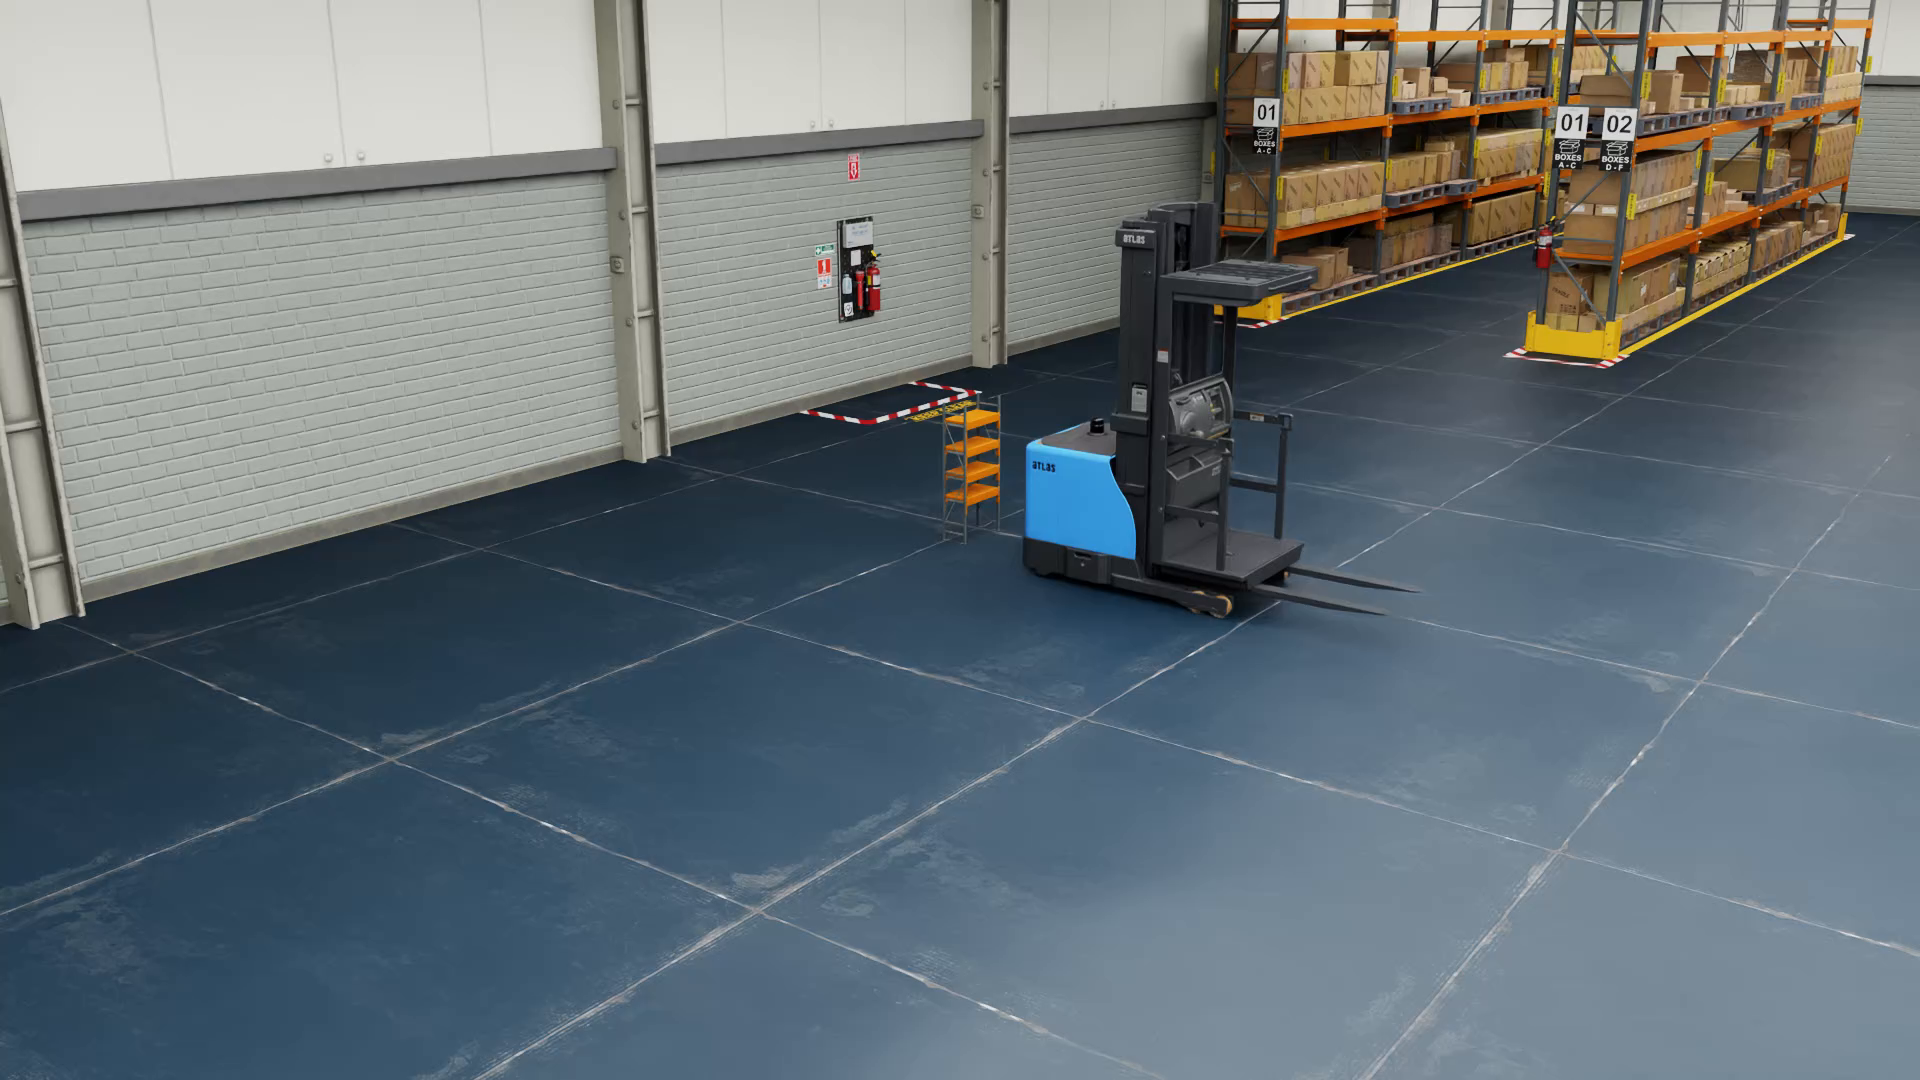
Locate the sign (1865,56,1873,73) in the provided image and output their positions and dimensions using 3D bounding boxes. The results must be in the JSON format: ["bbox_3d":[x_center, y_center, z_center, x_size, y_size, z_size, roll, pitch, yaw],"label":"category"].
[{"bbox_3d":[18.176,-9.508,33.251,0.100,0.325,0.005,12,21,35],"label":"sign"}]

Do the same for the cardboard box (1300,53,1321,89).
[{"bbox_3d":[4.992,-6.945,24.605,0.500,0.500,0.500,12,21,34],"label":"cardboard box"}]

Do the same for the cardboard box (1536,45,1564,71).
[{"bbox_3d":[12.028,-9.764,33.683,0.500,0.500,0.500,12,21,34],"label":"cardboard box"}]

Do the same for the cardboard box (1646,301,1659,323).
[{"bbox_3d":[9.602,-3.277,23.667,0.500,0.250,0.500,12,21,35],"label":"cardboard box"}]

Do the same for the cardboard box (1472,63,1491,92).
[{"bbox_3d":[9.511,-8.676,31.155,0.700,0.500,0.500,11,20,32],"label":"cardboard box"}]

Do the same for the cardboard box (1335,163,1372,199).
[{"bbox_3d":[6.285,-5.780,26.754,0.500,0.500,0.500,12,21,34],"label":"cardboard box"}]

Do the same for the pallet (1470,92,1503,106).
[{"bbox_3d":[9.336,-8.229,30.946,1.213,0.211,1.003,14,22,37],"label":"pallet"}]

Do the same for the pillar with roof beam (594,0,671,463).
[{"bbox_3d":[0.258,-4.384,13.189,9.100,9.000,0.400,12,21,35],"label":"pillar with roof beam"}]

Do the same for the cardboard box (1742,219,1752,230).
[{"bbox_3d":[13.981,-5.747,29.901,0.500,0.250,0.500,12,21,34],"label":"cardboard box"}]

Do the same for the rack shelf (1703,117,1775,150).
[{"bbox_3d":[11.784,-6.462,26.151,1.077,0.370,4.000,12,21,35],"label":"rack shelf"}]

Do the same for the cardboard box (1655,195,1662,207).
[{"bbox_3d":[9.532,-4.723,23.133,0.380,0.149,0.250,13,21,35],"label":"cardboard box"}]

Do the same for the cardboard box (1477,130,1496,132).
[{"bbox_3d":[10.294,-7.925,32.737,0.500,0.250,0.500,12,21,33],"label":"cardboard box"}]

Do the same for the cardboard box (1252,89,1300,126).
[{"bbox_3d":[4.628,-6.344,24.355,0.500,0.500,0.500,13,22,36],"label":"cardboard box"}]

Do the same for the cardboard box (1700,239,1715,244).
[{"bbox_3d":[12.428,-4.932,28.051,0.500,0.311,0.500,13,22,37],"label":"cardboard box"}]

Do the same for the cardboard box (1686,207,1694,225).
[{"bbox_3d":[10.850,-4.950,25.380,0.500,0.250,0.500,14,22,38],"label":"cardboard box"}]

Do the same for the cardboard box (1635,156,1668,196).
[{"bbox_3d":[9.436,-5.099,23.249,0.700,0.500,0.500,12,21,35],"label":"cardboard box"}]

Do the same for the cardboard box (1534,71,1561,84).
[{"bbox_3d":[12.002,-9.404,33.787,0.500,0.250,0.500,12,21,35],"label":"cardboard box"}]

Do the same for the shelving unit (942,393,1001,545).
[{"bbox_3d":[0.099,-0.612,14.193,0.258,1.200,0.503,12,21,35],"label":"shelving unit"}]

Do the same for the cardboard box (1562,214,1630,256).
[{"bbox_3d":[8.497,-4.101,22.223,0.700,0.500,0.500,12,21,35],"label":"cardboard box"}]

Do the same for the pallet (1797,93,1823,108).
[{"bbox_3d":[14.914,-8.002,30.214,1.213,0.211,1.003,12,21,35],"label":"pallet"}]

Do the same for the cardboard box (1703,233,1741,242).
[{"bbox_3d":[13.344,-5.130,29.179,0.500,0.500,0.500,13,22,37],"label":"cardboard box"}]

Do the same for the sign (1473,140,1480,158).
[{"bbox_3d":[9.436,-7.146,30.377,0.100,0.325,0.005,12,21,35],"label":"sign"}]

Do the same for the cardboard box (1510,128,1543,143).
[{"bbox_3d":[11.305,-8.078,33.230,0.500,0.250,0.500,13,22,36],"label":"cardboard box"}]

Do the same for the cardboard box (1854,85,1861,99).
[{"bbox_3d":[17.648,-8.947,33.192,0.500,0.250,0.500,12,21,35],"label":"cardboard box"}]

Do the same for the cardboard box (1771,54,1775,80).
[{"bbox_3d":[13.544,-8.032,28.137,0.500,0.500,0.500,12,21,35],"label":"cardboard box"}]

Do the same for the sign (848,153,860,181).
[{"bbox_3d":[-1.212,-4.250,18.963,0.001,0.298,0.199,12,21,35],"label":"sign"}]

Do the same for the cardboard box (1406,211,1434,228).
[{"bbox_3d":[8.218,-5.793,30.050,0.500,0.250,0.500,13,21,36],"label":"cardboard box"}]

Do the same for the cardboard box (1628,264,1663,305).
[{"bbox_3d":[9.603,-3.635,23.555,0.500,0.500,0.500,12,21,35],"label":"cardboard box"}]

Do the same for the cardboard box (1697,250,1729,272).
[{"bbox_3d":[11.953,-4.473,26.572,0.500,0.311,0.500,13,22,36],"label":"cardboard box"}]

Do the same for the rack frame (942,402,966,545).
[{"bbox_3d":[-0.047,-0.554,14.006,0.240,1.200,0.015,12,21,35],"label":"rack frame"}]

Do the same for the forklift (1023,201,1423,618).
[{"bbox_3d":[2.000,-0.999,12.518,3.031,2.935,1.130,12,21,34],"label":"forklift"}]

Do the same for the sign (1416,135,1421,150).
[{"bbox_3d":[8.547,-7.374,30.980,0.100,0.325,0.005,12,21,35],"label":"sign"}]

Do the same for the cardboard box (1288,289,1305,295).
[{"bbox_3d":[5.052,-4.029,25.953,0.500,0.311,0.500,15,22,39],"label":"cardboard box"}]

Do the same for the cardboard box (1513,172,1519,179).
[{"bbox_3d":[10.773,-7.198,32.755,0.380,0.149,0.250,12,21,35],"label":"cardboard box"}]

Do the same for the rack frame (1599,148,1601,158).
[{"bbox_3d":[13.762,-8.630,36.975,1.000,3.000,0.127,12,21,35],"label":"rack frame"}]

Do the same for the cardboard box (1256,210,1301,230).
[{"bbox_3d":[4.774,-4.817,24.916,0.500,0.250,0.500,12,21,33],"label":"cardboard box"}]

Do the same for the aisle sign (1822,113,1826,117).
[{"bbox_3d":[17.547,-9.065,33.993,0.394,0.787,0.004,12,21,35],"label":"aisle sign"}]

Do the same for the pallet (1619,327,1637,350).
[{"bbox_3d":[8.631,-2.802,22.911,1.003,0.211,1.213,12,21,35],"label":"pallet"}]

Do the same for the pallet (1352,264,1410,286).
[{"bbox_3d":[7.074,-4.625,28.782,1.003,0.211,1.213,12,21,35],"label":"pallet"}]

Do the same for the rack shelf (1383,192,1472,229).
[{"bbox_3d":[7.803,-5.904,29.412,1.077,0.370,4.000,12,21,35],"label":"rack shelf"}]

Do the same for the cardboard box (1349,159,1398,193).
[{"bbox_3d":[6.942,-6.144,28.062,0.700,0.500,0.500,12,21,35],"label":"cardboard box"}]

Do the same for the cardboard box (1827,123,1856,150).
[{"bbox_3d":[17.698,-8.126,33.498,0.500,0.500,0.500,12,21,34],"label":"cardboard box"}]

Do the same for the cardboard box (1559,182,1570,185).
[{"bbox_3d":[13.339,-7.827,36.803,0.380,0.149,0.250,13,21,35],"label":"cardboard box"}]

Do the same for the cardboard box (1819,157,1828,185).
[{"bbox_3d":[16.184,-7.046,31.706,0.500,0.500,0.500,13,21,36],"label":"cardboard box"}]

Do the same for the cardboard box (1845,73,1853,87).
[{"bbox_3d":[17.042,-8.950,32.358,0.500,0.250,0.500,12,21,35],"label":"cardboard box"}]

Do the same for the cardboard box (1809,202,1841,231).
[{"bbox_3d":[17.616,-6.598,33.907,0.500,0.500,0.500,12,21,35],"label":"cardboard box"}]

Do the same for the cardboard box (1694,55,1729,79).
[{"bbox_3d":[11.312,-7.096,25.259,0.500,0.500,0.500,15,23,40],"label":"cardboard box"}]

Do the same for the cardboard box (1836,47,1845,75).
[{"bbox_3d":[16.323,-9.097,31.567,0.700,0.500,0.500,12,21,35],"label":"cardboard box"}]

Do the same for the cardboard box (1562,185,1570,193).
[{"bbox_3d":[13.343,-7.638,36.194,0.380,0.149,0.250,13,22,36],"label":"cardboard box"}]

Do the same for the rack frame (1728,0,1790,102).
[{"bbox_3d":[12.975,-8.715,27.133,1.000,3.000,0.127,12,21,35],"label":"rack frame"}]

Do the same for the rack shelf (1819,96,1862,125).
[{"bbox_3d":[16.550,-8.368,32.287,1.077,0.370,4.000,12,21,35],"label":"rack shelf"}]

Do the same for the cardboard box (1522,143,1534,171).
[{"bbox_3d":[11.010,-7.598,32.950,0.500,0.500,0.500,13,21,35],"label":"cardboard box"}]

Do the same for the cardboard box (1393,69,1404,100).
[{"bbox_3d":[7.002,-7.568,27.623,0.500,0.500,0.500,16,24,42],"label":"cardboard box"}]

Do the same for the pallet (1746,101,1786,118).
[{"bbox_3d":[12.643,-7.015,27.035,1.213,0.211,1.003,14,22,37],"label":"pallet"}]
